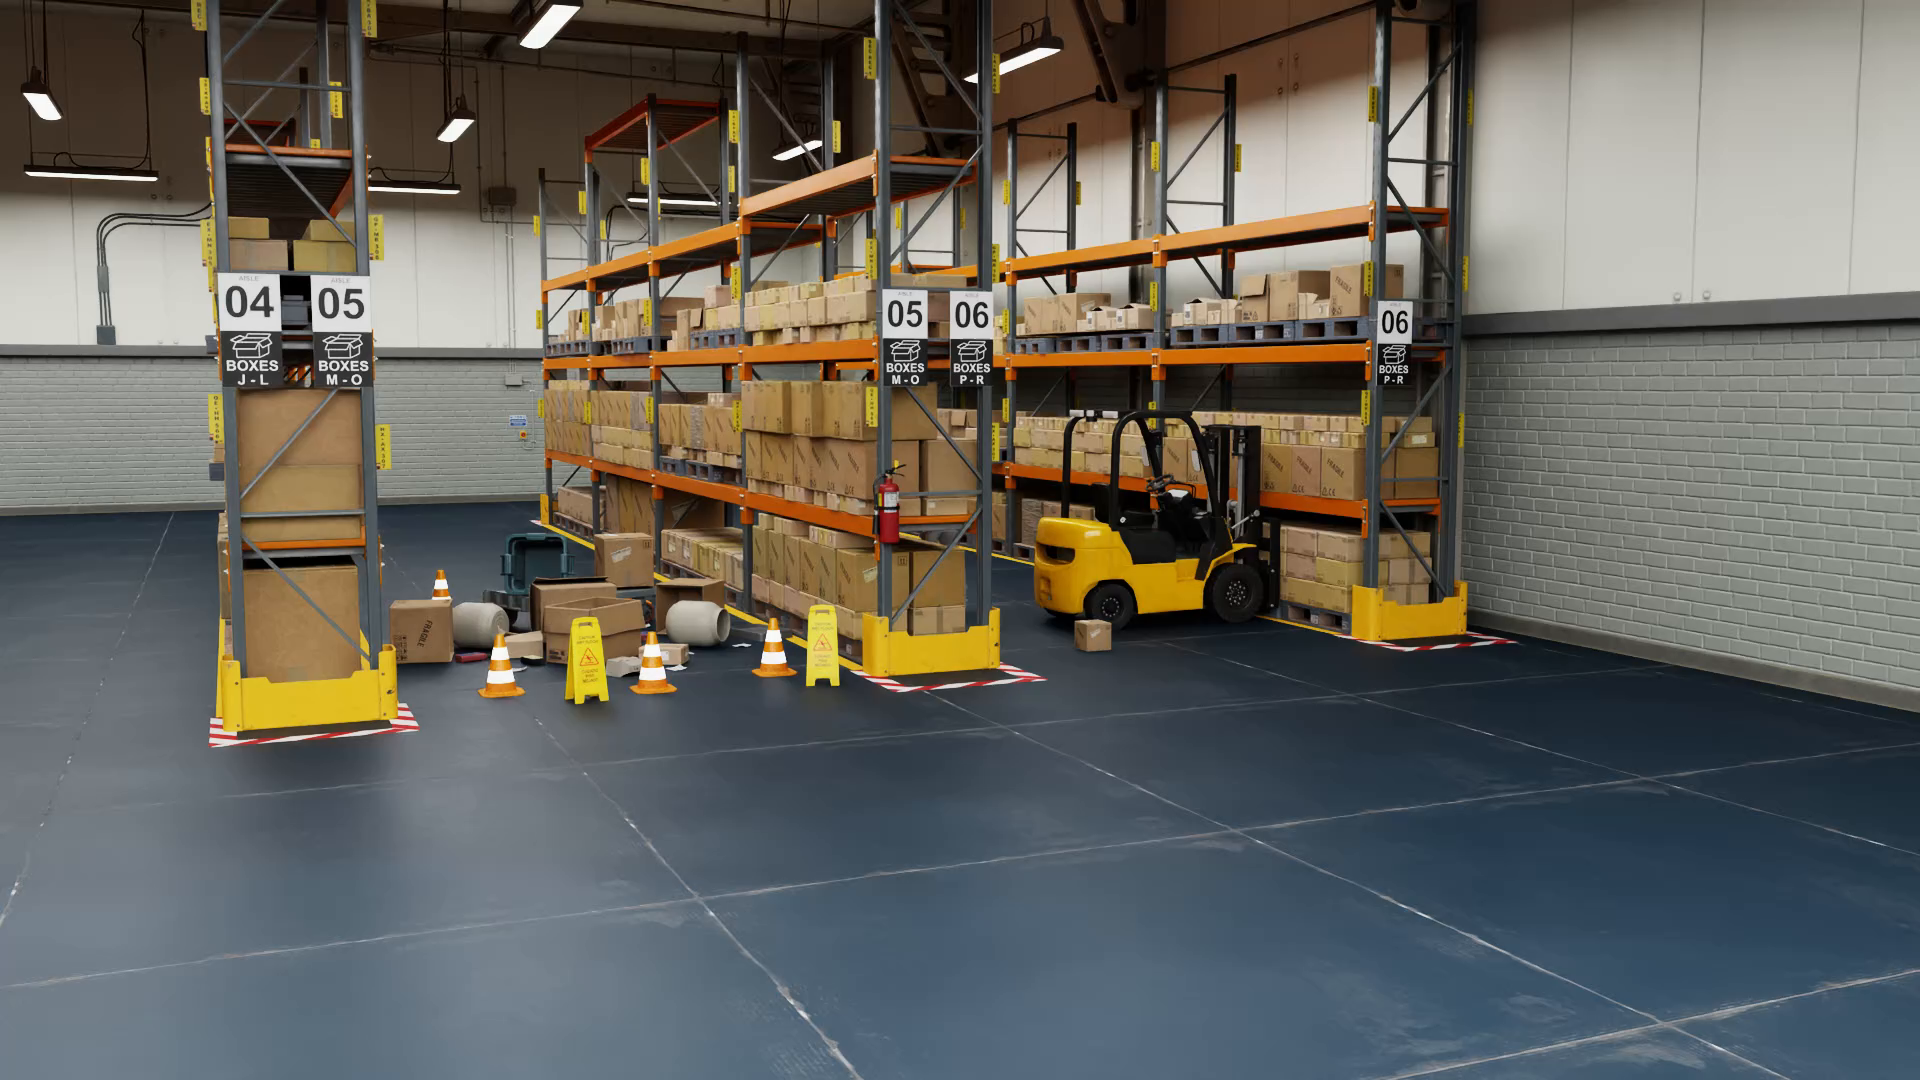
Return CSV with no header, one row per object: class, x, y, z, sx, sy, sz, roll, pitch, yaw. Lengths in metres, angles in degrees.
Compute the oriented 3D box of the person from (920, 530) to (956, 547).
person,-0.202,-0.091,18.067,0.475,1.728,0.511,-3,6,-27
